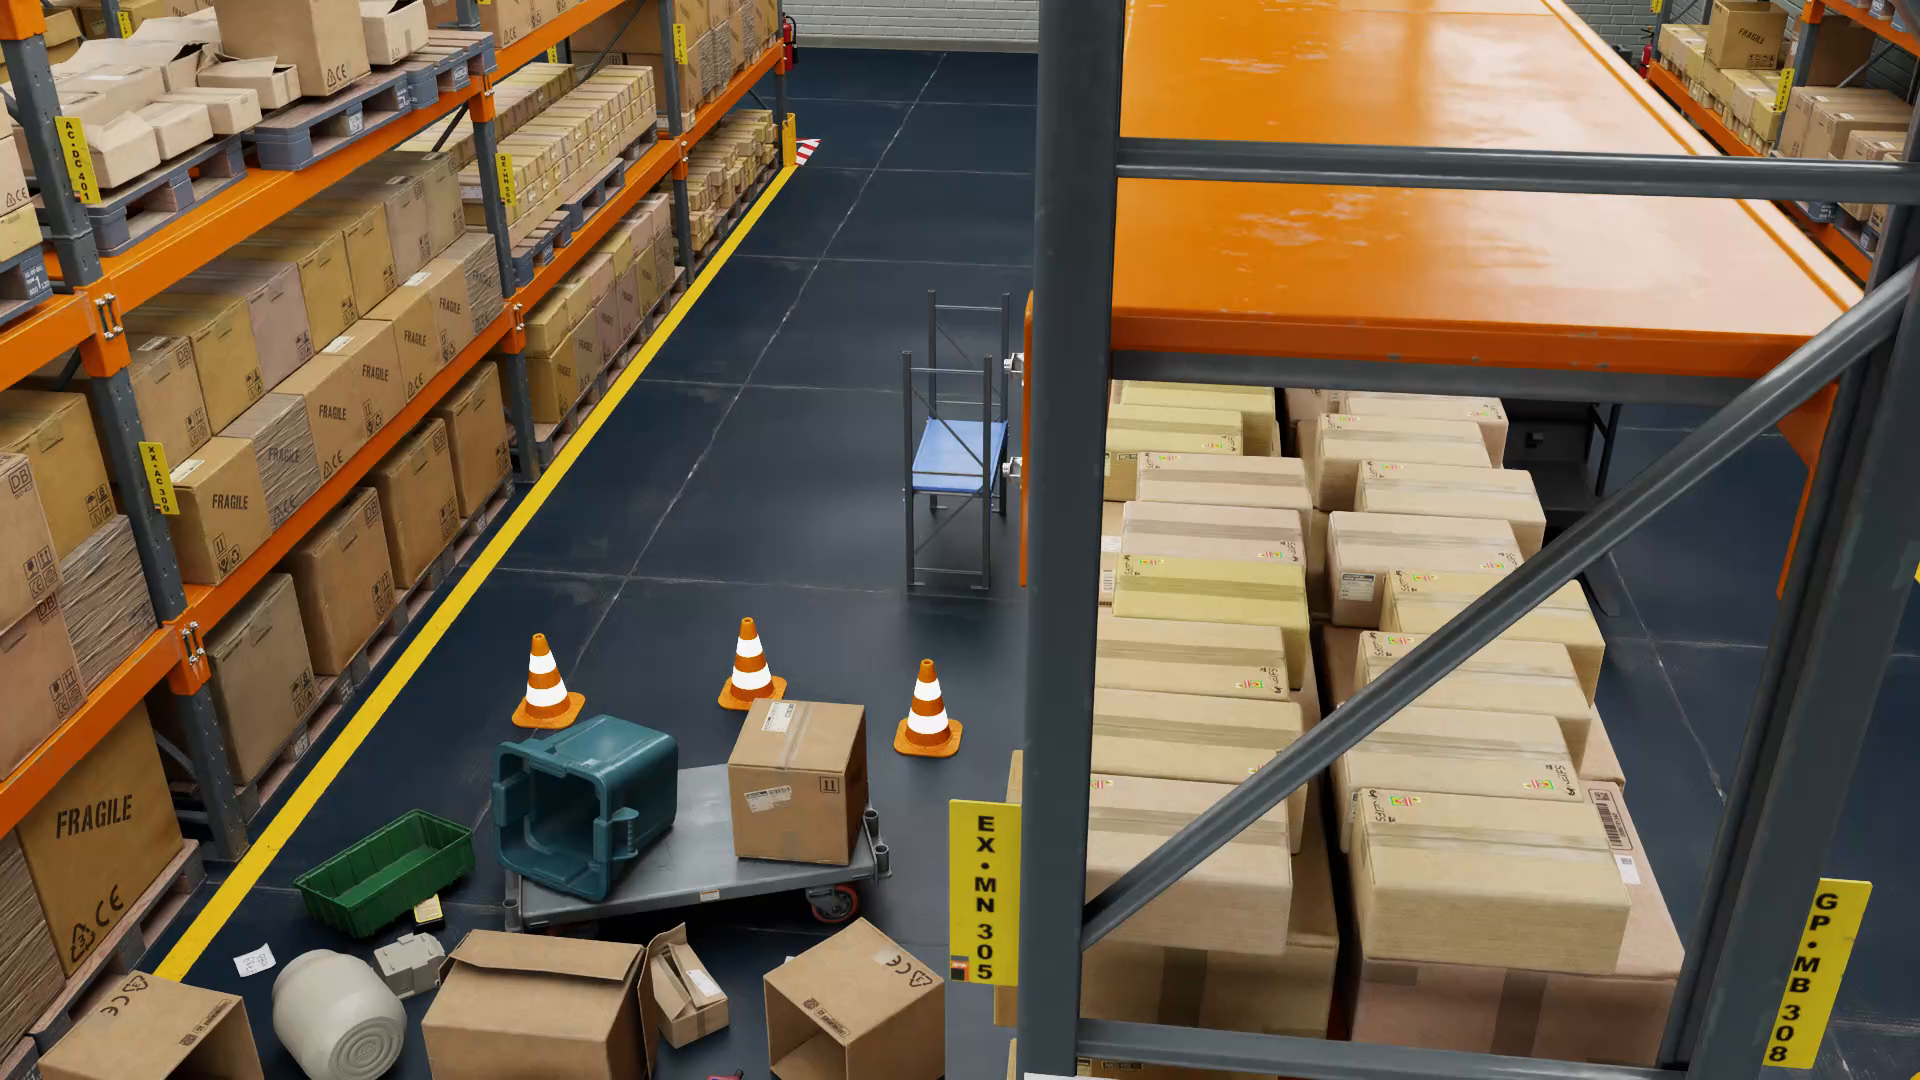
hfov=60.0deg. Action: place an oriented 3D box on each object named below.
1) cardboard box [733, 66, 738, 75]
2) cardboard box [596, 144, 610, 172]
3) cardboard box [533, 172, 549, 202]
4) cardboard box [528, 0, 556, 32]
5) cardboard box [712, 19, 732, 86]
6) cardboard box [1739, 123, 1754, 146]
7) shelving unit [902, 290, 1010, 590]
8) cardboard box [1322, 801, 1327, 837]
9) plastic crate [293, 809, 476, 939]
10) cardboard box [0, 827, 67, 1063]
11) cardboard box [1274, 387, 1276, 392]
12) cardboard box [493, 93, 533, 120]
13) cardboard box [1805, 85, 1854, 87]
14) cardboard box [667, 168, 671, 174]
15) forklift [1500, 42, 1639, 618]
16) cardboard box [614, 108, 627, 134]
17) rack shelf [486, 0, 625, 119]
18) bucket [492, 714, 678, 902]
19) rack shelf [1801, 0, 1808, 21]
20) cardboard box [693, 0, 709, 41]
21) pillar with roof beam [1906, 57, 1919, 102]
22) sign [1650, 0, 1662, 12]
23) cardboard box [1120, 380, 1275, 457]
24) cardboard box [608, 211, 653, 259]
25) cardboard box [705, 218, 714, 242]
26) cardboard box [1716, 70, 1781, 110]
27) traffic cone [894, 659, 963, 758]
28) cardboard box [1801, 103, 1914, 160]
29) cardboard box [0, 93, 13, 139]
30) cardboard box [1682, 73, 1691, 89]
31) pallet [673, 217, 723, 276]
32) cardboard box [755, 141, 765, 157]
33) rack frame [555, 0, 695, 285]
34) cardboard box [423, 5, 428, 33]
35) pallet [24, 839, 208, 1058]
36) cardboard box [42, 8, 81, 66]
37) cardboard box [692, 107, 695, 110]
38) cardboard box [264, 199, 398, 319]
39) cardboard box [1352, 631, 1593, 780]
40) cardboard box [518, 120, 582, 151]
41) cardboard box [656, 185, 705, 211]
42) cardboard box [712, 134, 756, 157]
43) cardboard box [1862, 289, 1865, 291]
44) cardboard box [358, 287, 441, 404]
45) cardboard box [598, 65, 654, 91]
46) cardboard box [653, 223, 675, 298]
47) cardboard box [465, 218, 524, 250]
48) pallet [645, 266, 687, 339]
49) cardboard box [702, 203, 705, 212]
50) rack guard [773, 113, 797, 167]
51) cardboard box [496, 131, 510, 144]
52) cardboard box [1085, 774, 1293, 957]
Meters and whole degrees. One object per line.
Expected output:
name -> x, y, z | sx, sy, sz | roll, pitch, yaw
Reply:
cardboard box -> -2.386, -4.635, 16.248 | 0.380, 0.149, 0.250 | 2, 28, 4
cardboard box -> -2.880, -2.896, 12.578 | 0.380, 0.149, 0.250 | 5, 29, 8
cardboard box -> -3.042, -2.426, 11.391 | 0.380, 0.149, 0.250 | 2, 28, 5
cardboard box -> -2.973, -3.605, 10.803 | 0.500, 0.500, 0.500 | 3, 28, 6
cardboard box -> -2.409, -4.496, 15.305 | 0.500, 0.500, 0.500 | 3, 28, 5
cardboard box -> 6.787, -3.409, 13.972 | 0.380, 0.149, 0.250 | 4, 29, 8
shelving unit -> -0.010, -0.620, 10.112 | 0.538, 1.500, 1.048 | 3, 28, 6
cardboard box -> 0.962, 0.538, 3.483 | 0.380, 0.149, 0.250 | 3, 28, 6
plastic crate -> -2.572, 1.502, 7.495 | 0.450, 0.188, 0.662 | 9, 28, 37
cardboard box -> -4.104, 1.599, 6.209 | 0.875, 0.875, 0.875 | 4, 29, 7
cardboard box -> 1.226, -0.552, 5.087 | 0.500, 0.250, 0.500 | 3, 28, 5
cardboard box -> -3.502, -3.322, 12.740 | 0.380, 0.149, 0.250 | 3, 28, 6
cardboard box -> 7.429, -3.869, 14.405 | 0.500, 0.250, 0.500 | 4, 29, 7
cardboard box -> -2.999, -3.627, 16.047 | 0.380, 0.149, 0.250 | 2, 28, 4
forklift -> 3.483, -1.395, 10.042 | 1.130, 2.935, 3.031 | 2, 28, 5
cardboard box -> -2.817, -3.271, 12.959 | 0.380, 0.149, 0.250 | 2, 28, 5
rack shelf -> -3.116, -3.696, 11.837 | 1.077, 0.370, 4.000 | 3, 28, 6
bucket -> -1.580, 1.102, 7.183 | 0.726, 0.611, 0.620 | 14, 21, 24
rack shelf -> 7.226, -5.053, 14.354 | 1.077, 0.370, 4.000 | 3, 28, 6
cardboard box -> -2.526, -4.692, 14.616 | 0.500, 0.500, 0.500 | 3, 28, 5
pillar with roof beam -> 3.688, -6.274, 12.700 | 9.100, 9.000, 0.400 | 3, 28, 6
sign -> 6.932, -5.403, 16.495 | 0.100, 0.325, 0.005 | 3, 28, 6
cardboard box -> 0.603, -0.323, 4.241 | 0.380, 0.149, 0.250 | 4, 29, 7
cardboard box -> -2.788, -2.442, 13.315 | 0.500, 0.250, 0.500 | 5, 29, 9
cardboard box -> -2.475, -2.842, 15.217 | 0.380, 0.149, 0.250 | 4, 29, 8
cardboard box -> 6.922, -3.897, 14.457 | 0.500, 0.250, 0.500 | 3, 28, 6
traffic cone -> -0.164, 0.824, 8.525 | 0.336, 0.463, 0.334 | 3, 28, 6
cardboard box -> 6.636, -2.878, 12.173 | 0.700, 0.500, 0.500 | 4, 29, 7
cardboard box -> -3.580, -1.467, 5.817 | 0.380, 0.149, 0.250 | 3, 28, 6
cardboard box -> 7.084, -4.377, 15.769 | 0.380, 0.149, 0.250 | 4, 29, 8
pallet -> -2.824, -2.725, 15.377 | 1.003, 0.211, 1.213 | 3, 28, 6
cardboard box -> -2.224, -4.068, 17.180 | 0.380, 0.149, 0.250 | 2, 28, 4
rack frame -> -2.871, -3.634, 14.125 | 1.000, 3.000, 0.127 | 3, 28, 6
cardboard box -> -3.216, -2.903, 9.304 | 0.380, 0.166, 0.250 | 3, 28, 6
pallet -> -4.022, 1.713, 7.140 | 1.003, 0.211, 1.213 | 3, 28, 6
cardboard box -> -7.851, -4.154, 13.928 | 0.797, 0.503, 0.637 | 3, 28, 5
cardboard box -> -2.554, -3.764, 14.630 | 0.380, 0.149, 0.250 | 4, 29, 8
cardboard box -> -3.547, -1.545, 9.087 | 0.700, 0.500, 0.500 | 3, 28, 5
cardboard box -> 0.937, 0.305, 3.076 | 0.380, 0.149, 0.250 | 3, 28, 6
cardboard box -> -2.953, -2.912, 11.980 | 0.380, 0.149, 0.250 | 4, 29, 8
cardboard box -> -2.531, -3.102, 15.073 | 0.380, 0.149, 0.250 | 5, 29, 9
cardboard box -> -2.260, -3.953, 16.652 | 0.380, 0.149, 0.250 | 4, 29, 8
cardboard box -> 6.575, -1.706, 12.054 | 0.380, 0.149, 0.250 | 4, 29, 8
cardboard box -> -3.274, -1.098, 9.311 | 0.500, 0.500, 0.500 | 3, 28, 5
cardboard box -> -2.727, -3.770, 13.572 | 0.380, 0.149, 0.250 | 5, 29, 9
cardboard box -> -2.712, -2.355, 13.944 | 0.500, 0.500, 0.500 | 3, 28, 5
cardboard box -> -3.106, -2.024, 10.959 | 0.380, 0.149, 0.250 | 3, 28, 5
pallet -> -2.965, -2.040, 14.106 | 1.003, 0.211, 1.213 | 3, 28, 6
cardboard box -> -2.573, -3.088, 15.361 | 0.380, 0.149, 0.250 | 3, 28, 6
rack guard -> -2.390, -4.381, 18.146 | 1.175, 0.500, 0.348 | 3, 28, 6
cardboard box -> -3.565, -2.944, 12.353 | 0.380, 0.149, 0.250 | 3, 28, 5
cardboard box -> 0.332, 0.517, 2.681 | 0.380, 0.149, 0.250 | 4, 29, 7
